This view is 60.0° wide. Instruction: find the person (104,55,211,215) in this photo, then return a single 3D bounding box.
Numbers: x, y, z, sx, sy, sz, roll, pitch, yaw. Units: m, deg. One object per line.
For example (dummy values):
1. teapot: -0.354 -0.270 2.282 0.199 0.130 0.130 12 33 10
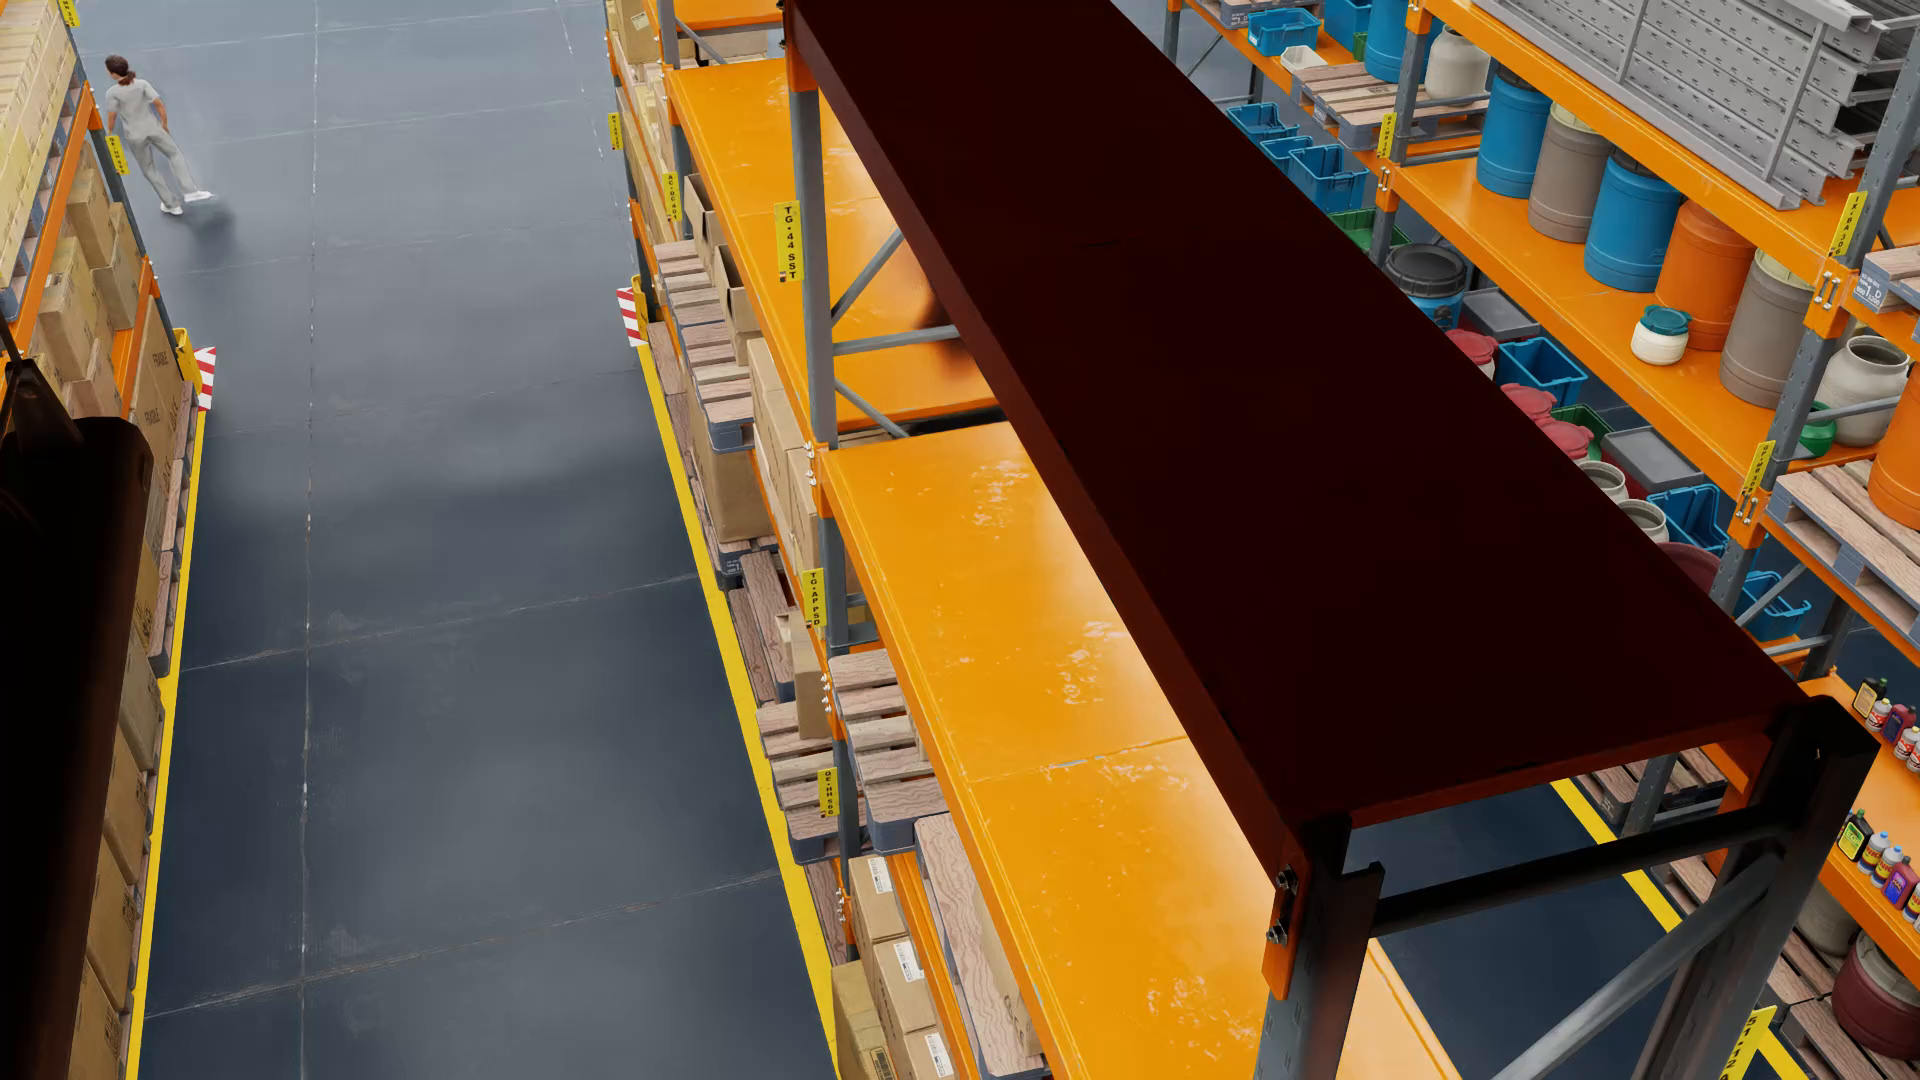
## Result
1. person: -8.127 -4.094 16.673 0.698 1.640 0.540 -29 47 -32
